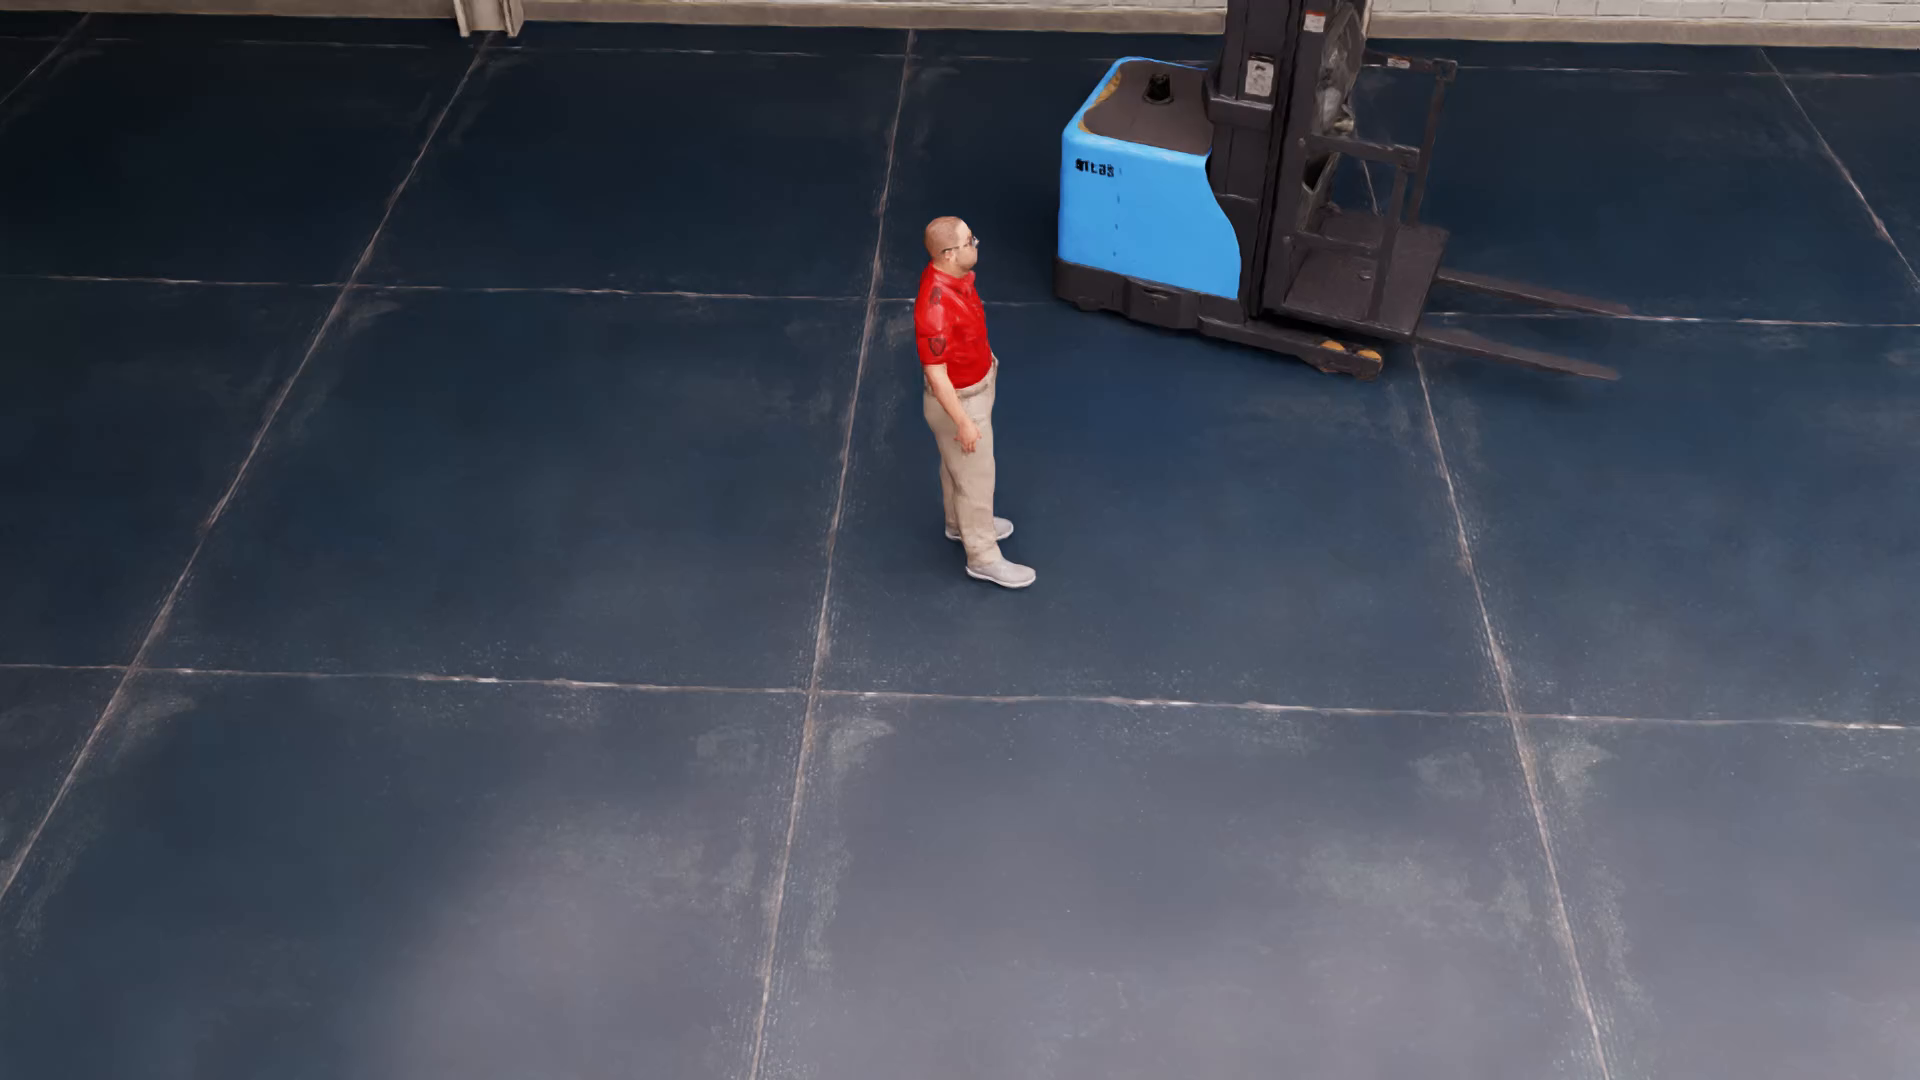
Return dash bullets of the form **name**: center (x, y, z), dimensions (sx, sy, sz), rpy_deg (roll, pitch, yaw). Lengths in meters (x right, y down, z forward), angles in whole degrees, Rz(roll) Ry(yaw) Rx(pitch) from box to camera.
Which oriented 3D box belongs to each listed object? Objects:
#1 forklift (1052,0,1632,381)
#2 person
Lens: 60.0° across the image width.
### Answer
- **forklift**: center (2.087, -2.336, 8.301), dimensions (3.031, 2.935, 1.130), rpy_deg (16, 45, 16)
- **person**: center (0.089, -0.633, 7.317), dimensions (0.550, 1.727, 0.640), rpy_deg (2, 42, 2)
